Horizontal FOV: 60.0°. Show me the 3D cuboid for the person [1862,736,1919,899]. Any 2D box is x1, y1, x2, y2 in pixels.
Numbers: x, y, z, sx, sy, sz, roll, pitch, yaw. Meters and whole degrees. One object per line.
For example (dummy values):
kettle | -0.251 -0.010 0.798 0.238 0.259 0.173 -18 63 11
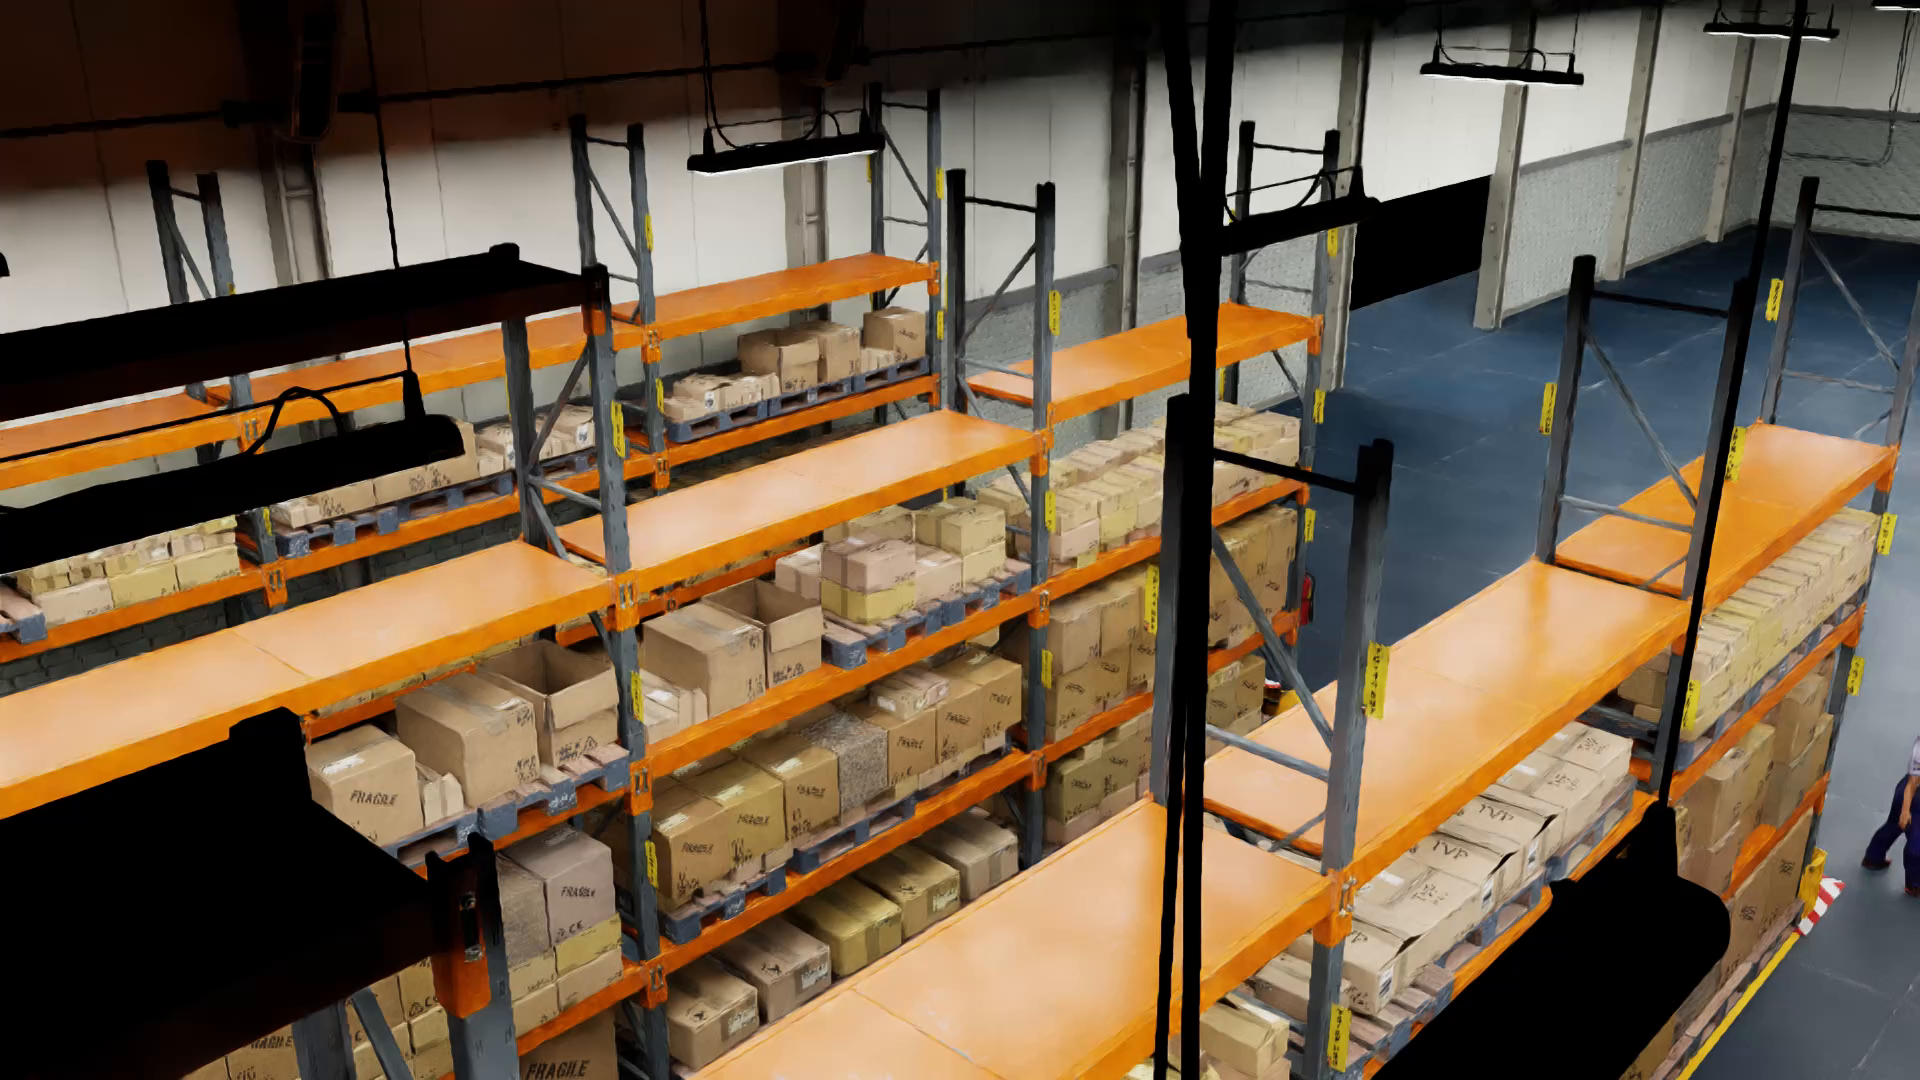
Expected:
person | 8.110 2.209 14.058 0.641 1.631 0.705 14 25 32
